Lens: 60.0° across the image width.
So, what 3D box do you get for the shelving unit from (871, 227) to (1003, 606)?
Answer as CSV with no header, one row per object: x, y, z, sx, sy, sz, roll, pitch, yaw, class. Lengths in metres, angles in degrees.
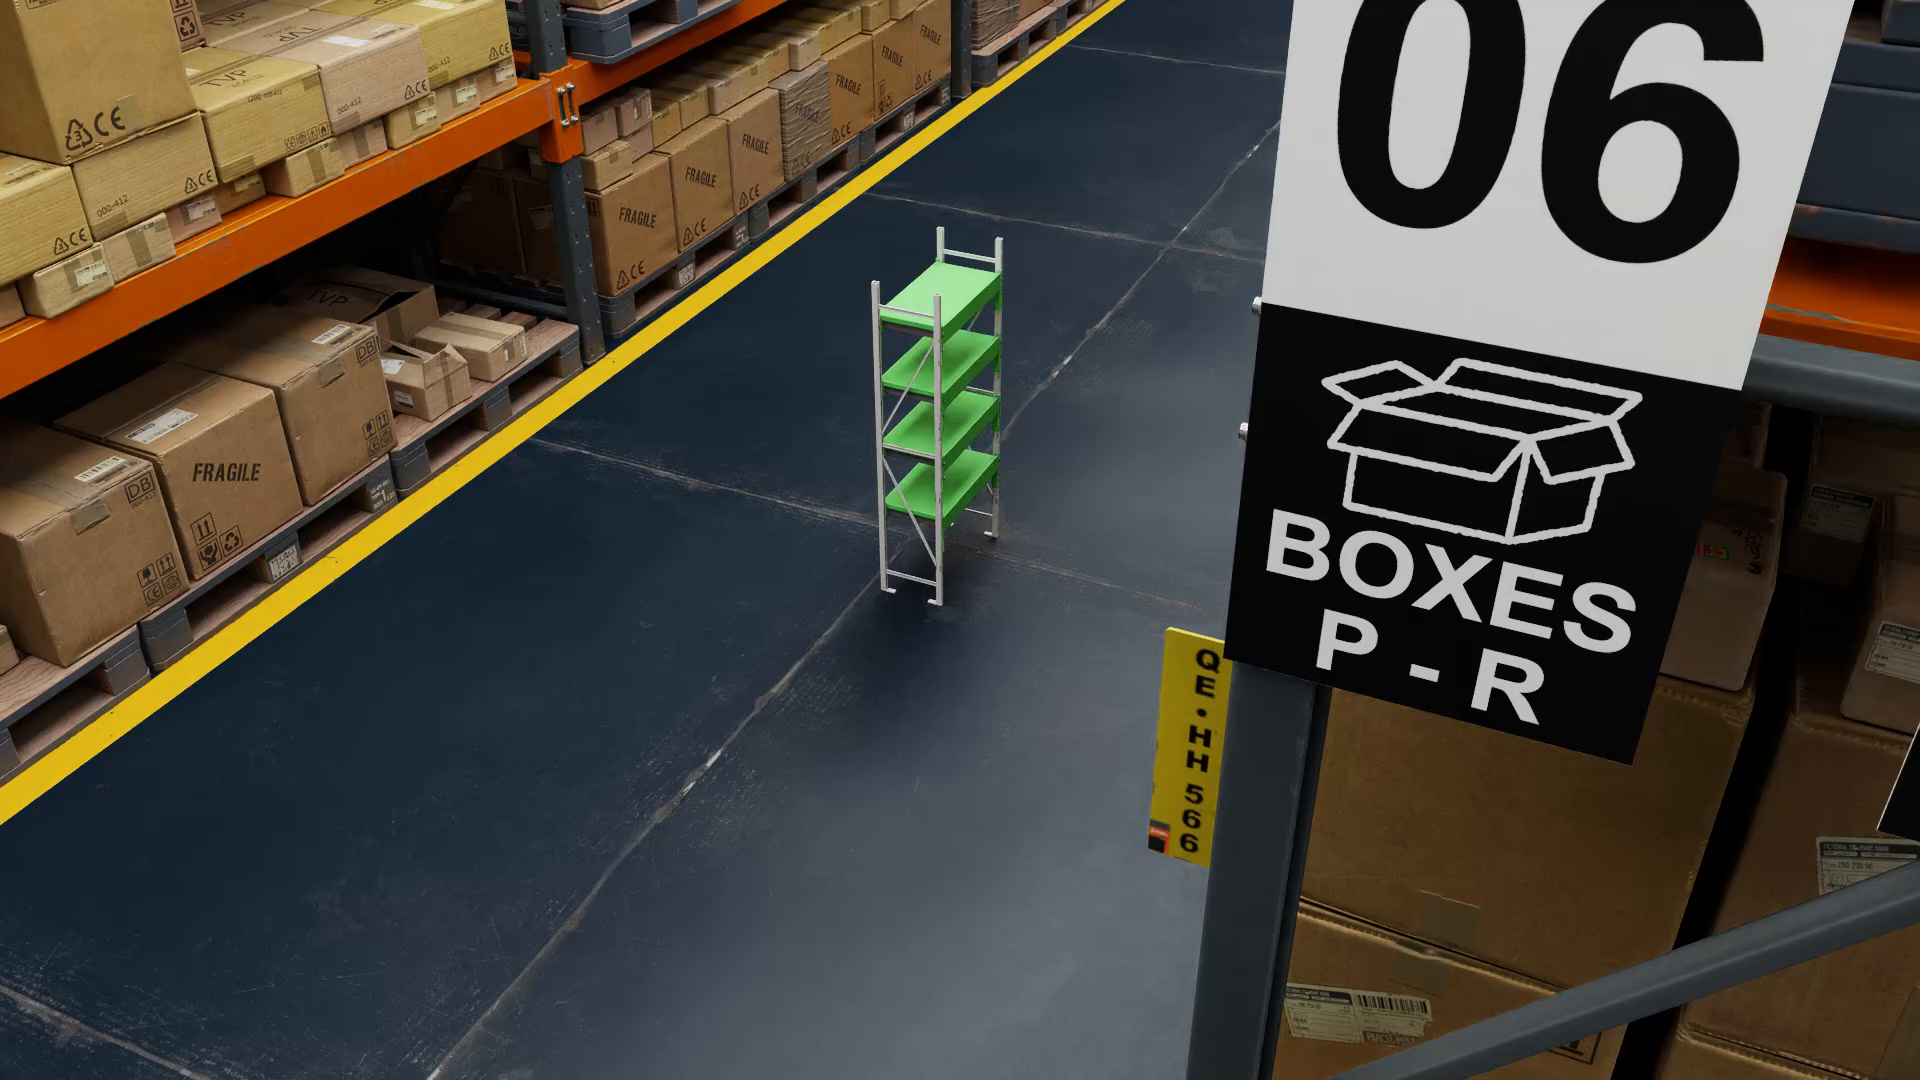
-0.069,-0.419,5.795,0.258,1.200,0.503,14,36,20,shelving unit

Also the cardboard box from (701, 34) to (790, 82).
-1.112,-2.497,8.628,0.380,0.149,0.250,14,36,21,cardboard box

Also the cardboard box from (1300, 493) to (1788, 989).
0.742,0.202,2.203,0.500,0.500,0.500,15,36,22,cardboard box

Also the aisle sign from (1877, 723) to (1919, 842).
0.990,-0.028,1.186,0.394,0.787,0.004,14,36,20,aisle sign

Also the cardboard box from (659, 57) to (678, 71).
-1.685,-2.478,8.598,0.380,0.149,0.250,15,36,21,cardboard box

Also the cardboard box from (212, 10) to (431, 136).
-2.268,-1.671,5.929,0.500,0.250,0.500,14,36,21,cardboard box

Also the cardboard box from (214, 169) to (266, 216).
-2.585,-1.220,5.604,0.380,0.149,0.250,15,36,21,cardboard box

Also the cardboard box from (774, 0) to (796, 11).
-1.075,-3.109,9.561,0.380,0.149,0.250,15,36,21,cardboard box

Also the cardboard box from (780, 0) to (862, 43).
-0.771,-2.877,9.207,0.380,0.149,0.250,15,36,22,cardboard box

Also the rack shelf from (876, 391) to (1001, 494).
-0.069,-0.366,5.830,0.258,0.148,0.480,14,36,20,rack shelf

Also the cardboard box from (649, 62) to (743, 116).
-1.305,-2.233,8.225,0.380,0.149,0.250,14,36,20,cardboard box

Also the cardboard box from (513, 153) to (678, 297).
-1.673,-1.492,7.686,0.500,0.500,0.500,16,36,23,cardboard box

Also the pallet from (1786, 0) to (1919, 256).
1.057,-0.632,1.824,1.003,0.211,1.213,14,36,20,pallet

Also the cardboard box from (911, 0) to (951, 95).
-0.388,-3.035,10.039,0.500,0.500,0.500,15,36,22,cardboard box

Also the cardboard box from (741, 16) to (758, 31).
-1.338,-2.854,9.172,0.380,0.149,0.250,13,36,19,cardboard box

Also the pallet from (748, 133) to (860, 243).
-1.265,-2.030,9.153,1.003,0.211,1.213,14,36,20,pallet

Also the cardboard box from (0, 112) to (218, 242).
-2.705,-1.170,5.164,0.500,0.250,0.500,13,36,19,cardboard box

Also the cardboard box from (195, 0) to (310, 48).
-2.736,-1.798,6.122,0.500,0.250,0.500,14,36,20,cardboard box

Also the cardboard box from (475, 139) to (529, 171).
-2.188,-1.823,7.600,0.380,0.149,0.250,13,35,19,cardboard box

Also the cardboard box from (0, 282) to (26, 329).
-2.957,-0.697,4.807,0.380,0.149,0.250,15,36,21,cardboard box

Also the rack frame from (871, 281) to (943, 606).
-0.171,-0.298,5.610,0.240,1.200,0.015,14,36,20,rack frame

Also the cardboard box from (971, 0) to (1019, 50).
-0.133,-3.654,10.870,0.875,0.625,0.625,15,36,22,cardboard box

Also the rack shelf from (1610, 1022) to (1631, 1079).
1.593,0.262,3.772,1.077,0.370,4.000,14,36,20,rack shelf

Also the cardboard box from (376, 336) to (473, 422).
-2.196,-0.682,6.665,0.396,0.266,0.258,15,36,22,cardboard box

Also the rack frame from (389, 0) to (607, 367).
-2.080,-2.172,6.827,1.000,3.000,0.127,14,36,20,rack frame

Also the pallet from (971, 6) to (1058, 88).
-0.027,-3.399,11.242,1.003,0.211,1.213,14,36,20,pallet

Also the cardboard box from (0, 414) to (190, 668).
-3.019,-0.010,5.426,0.700,0.500,0.500,16,36,22,cardboard box

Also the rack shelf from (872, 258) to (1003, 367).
-0.069,-0.767,5.567,0.258,0.148,0.480,14,36,20,rack shelf

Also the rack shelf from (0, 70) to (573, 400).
-2.917,-0.875,5.505,1.077,0.370,4.000,14,36,20,rack shelf

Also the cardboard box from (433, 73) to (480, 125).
-2.073,-1.716,6.360,0.380,0.149,0.250,15,36,22,cardboard box

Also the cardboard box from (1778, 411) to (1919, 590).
1.201,-0.035,1.973,0.380,0.149,0.250,15,36,22,cardboard box

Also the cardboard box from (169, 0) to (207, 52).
-2.945,-1.867,5.543,0.500,0.500,0.500,13,35,19,cardboard box

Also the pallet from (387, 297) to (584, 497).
-2.368,-0.664,7.071,1.003,0.211,1.213,14,36,20,pallet

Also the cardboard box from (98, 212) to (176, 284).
-2.691,-0.942,5.180,0.380,0.149,0.250,15,36,22,cardboard box
